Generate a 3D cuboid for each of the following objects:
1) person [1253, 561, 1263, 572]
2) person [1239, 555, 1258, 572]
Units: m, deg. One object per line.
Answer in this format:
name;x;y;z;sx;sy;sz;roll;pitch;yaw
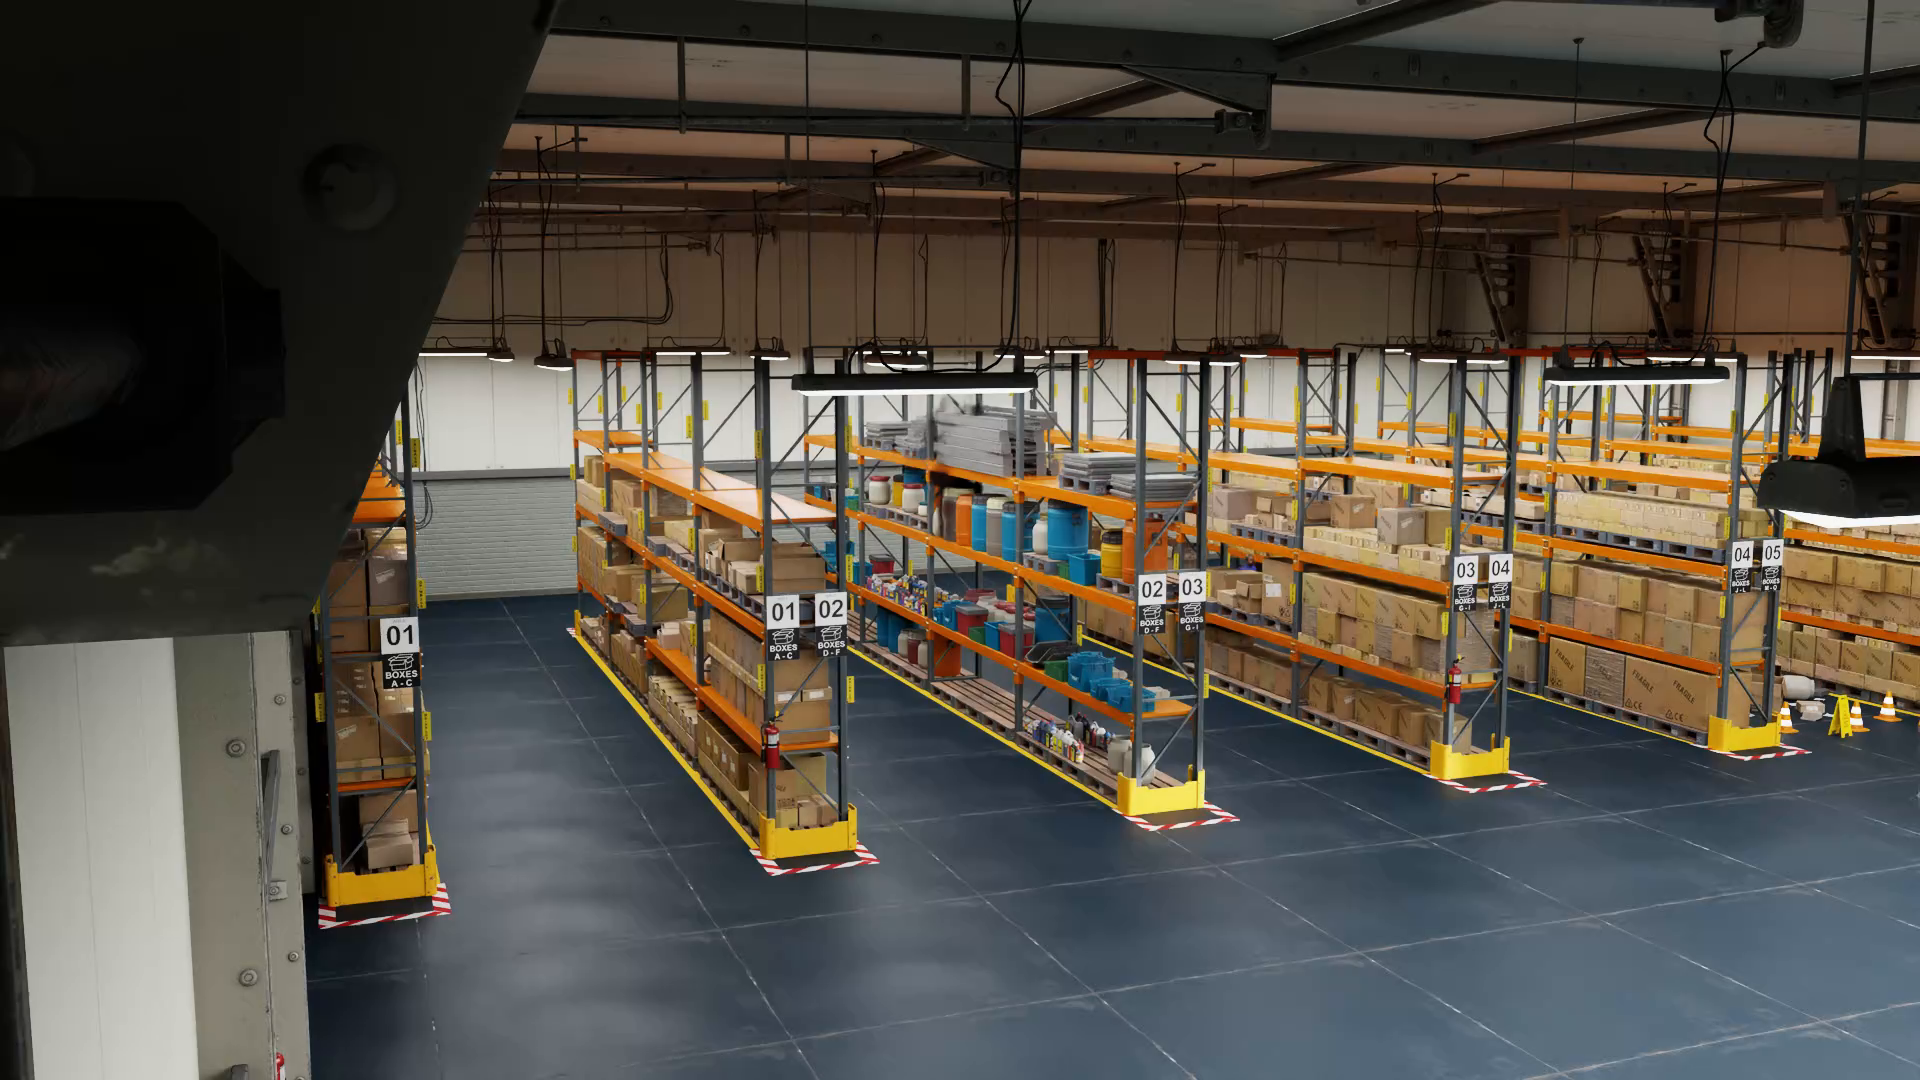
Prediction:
person;7.393;0.336;41.344;0.645;1.708;0.704;6;9;38
person;6.127;1.116;35.527;0.568;1.626;0.601;-4;8;-26
